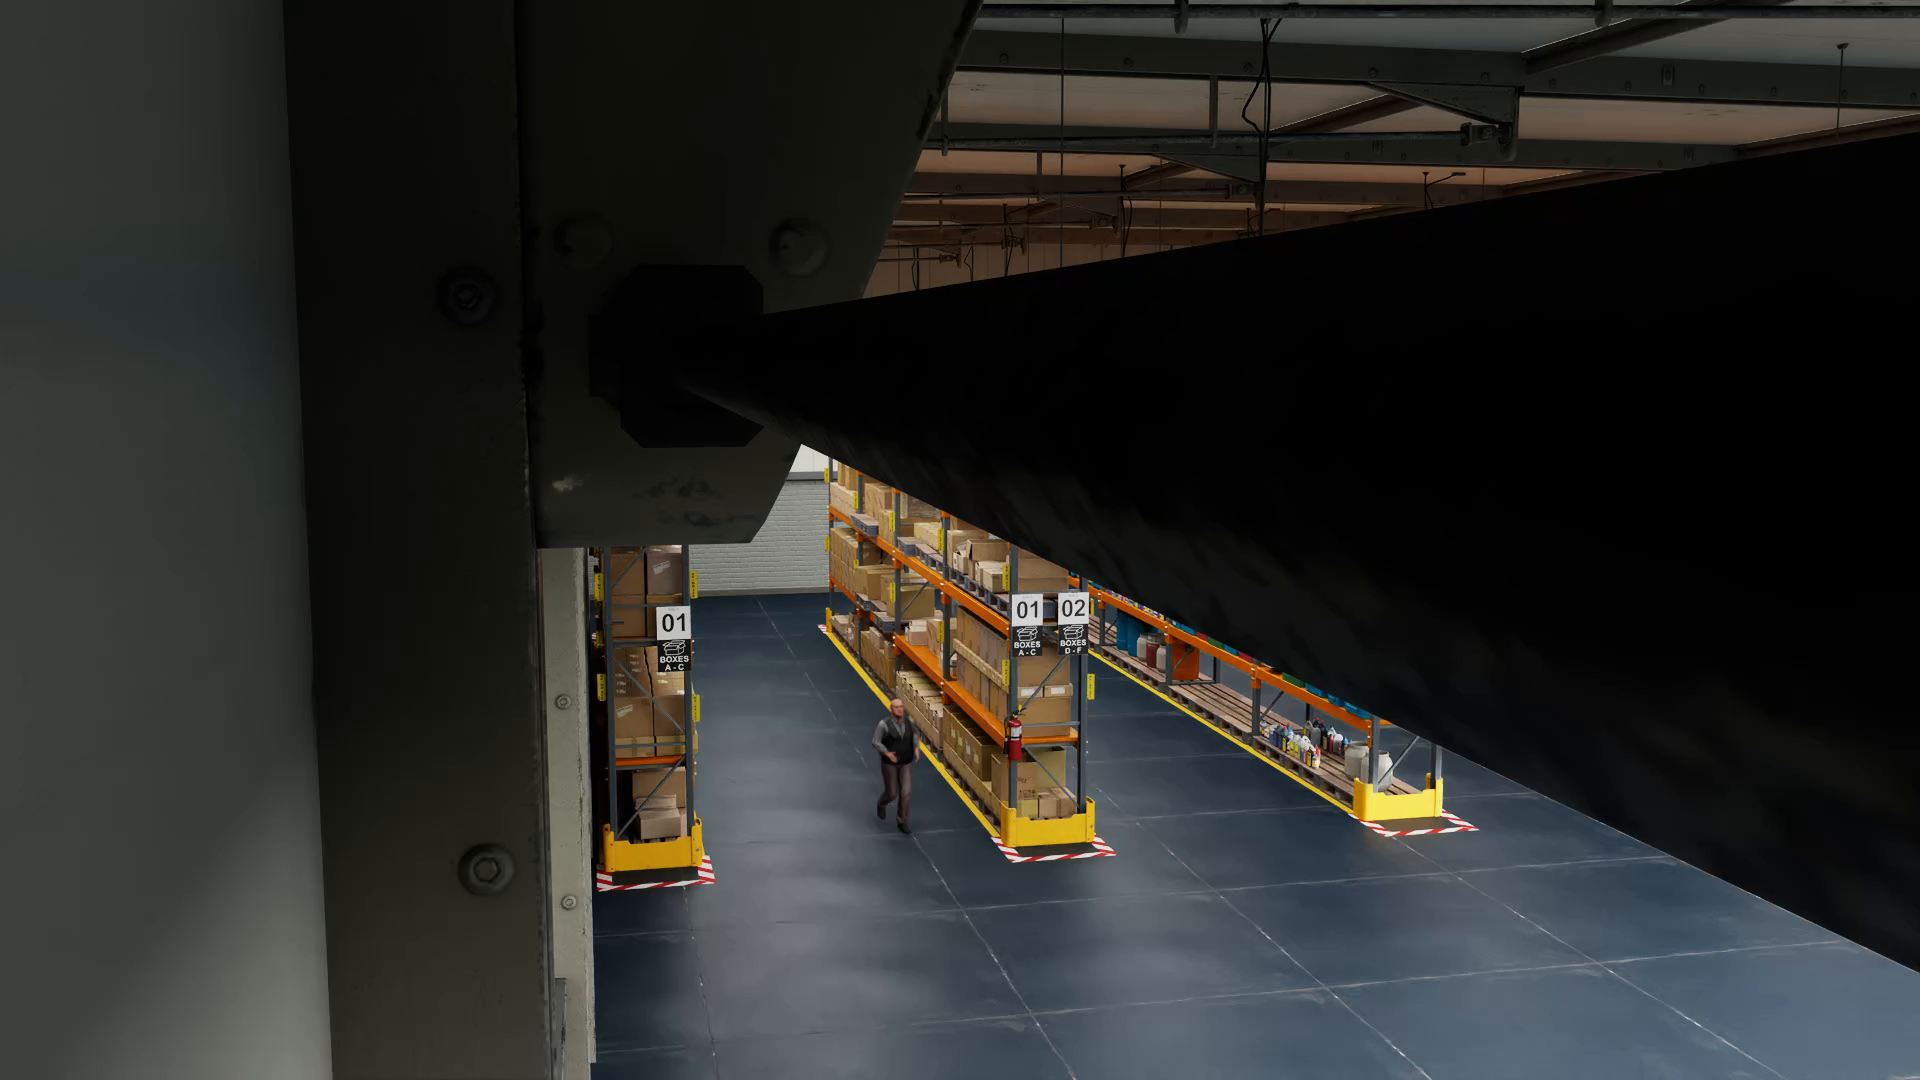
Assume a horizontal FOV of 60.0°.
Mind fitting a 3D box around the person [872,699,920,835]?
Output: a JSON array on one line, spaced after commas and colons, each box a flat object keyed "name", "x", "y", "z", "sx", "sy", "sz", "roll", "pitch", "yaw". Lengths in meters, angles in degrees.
[{"name": "person", "x": -0.827, "y": 2.918, "z": 21.720, "sx": 0.685, "sy": 1.722, "sz": 0.771, "roll": -3, "pitch": 7, "yaw": -23}]
